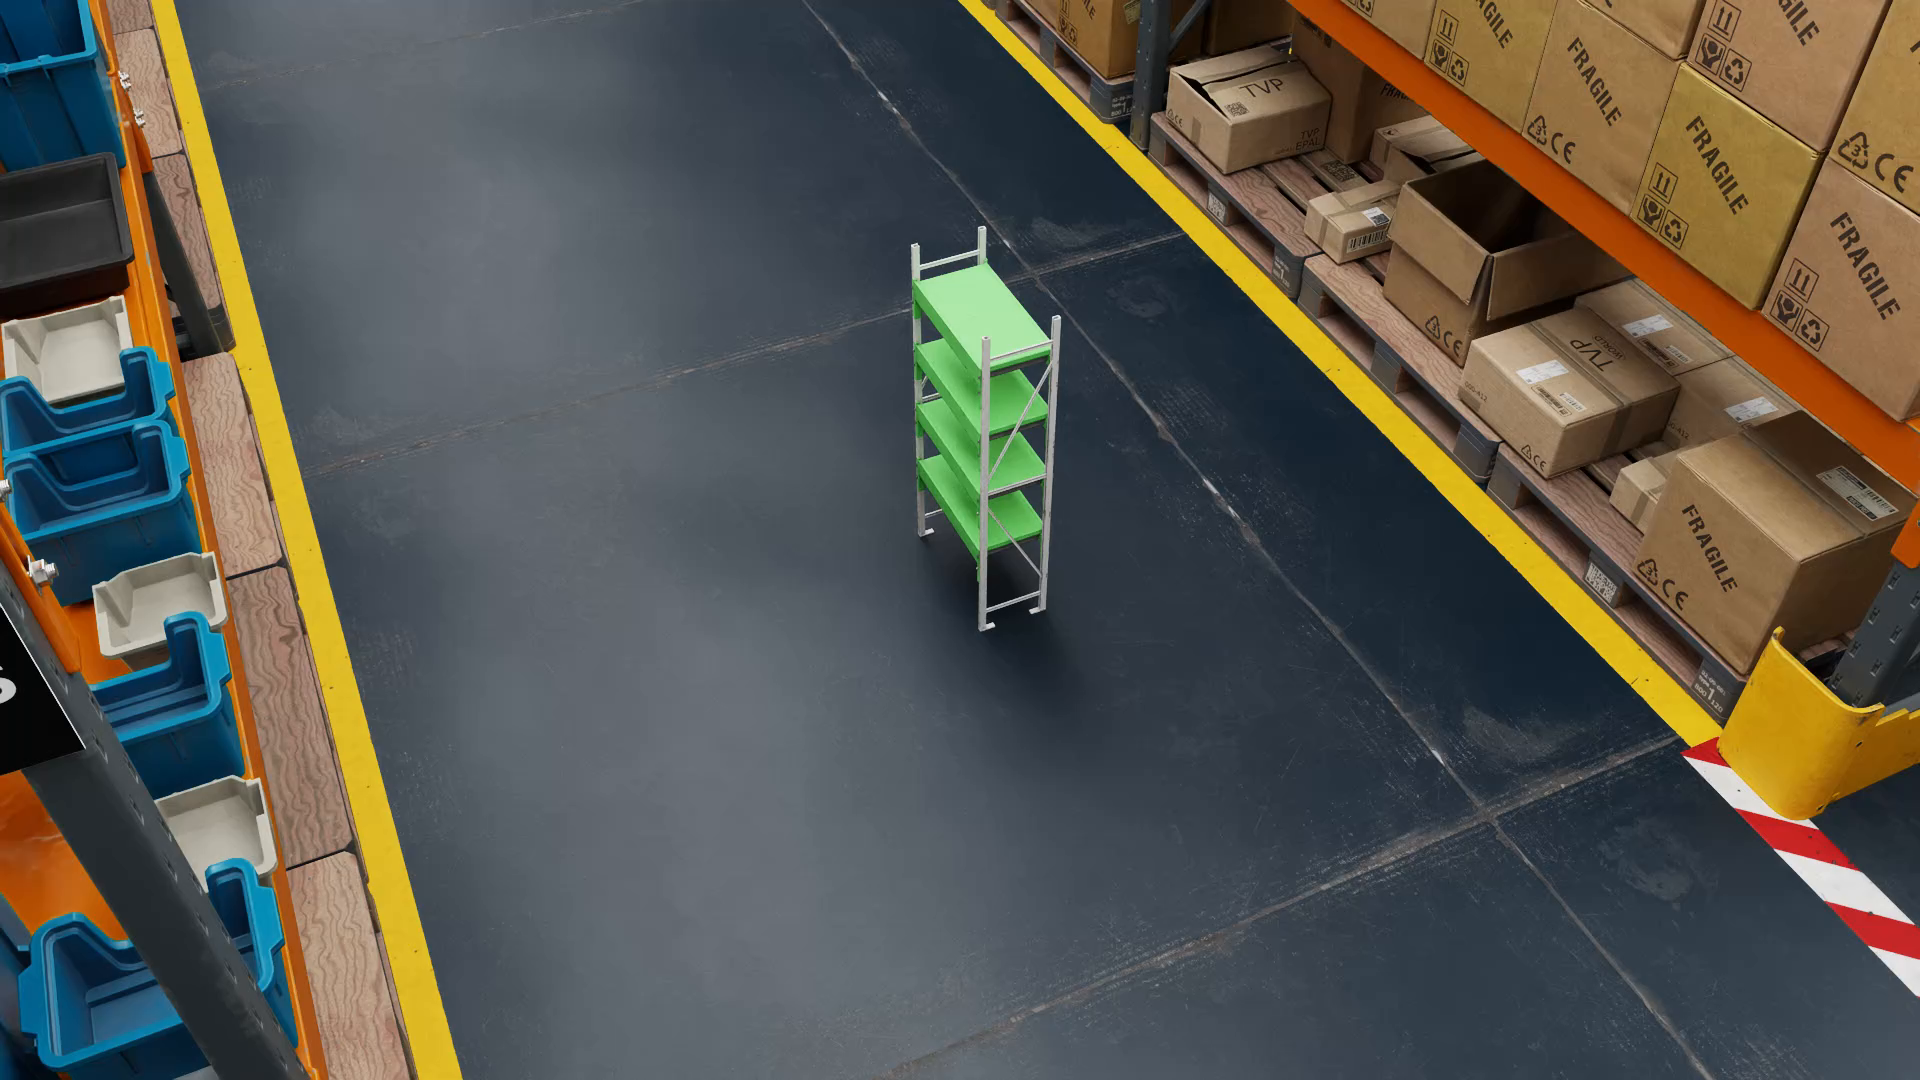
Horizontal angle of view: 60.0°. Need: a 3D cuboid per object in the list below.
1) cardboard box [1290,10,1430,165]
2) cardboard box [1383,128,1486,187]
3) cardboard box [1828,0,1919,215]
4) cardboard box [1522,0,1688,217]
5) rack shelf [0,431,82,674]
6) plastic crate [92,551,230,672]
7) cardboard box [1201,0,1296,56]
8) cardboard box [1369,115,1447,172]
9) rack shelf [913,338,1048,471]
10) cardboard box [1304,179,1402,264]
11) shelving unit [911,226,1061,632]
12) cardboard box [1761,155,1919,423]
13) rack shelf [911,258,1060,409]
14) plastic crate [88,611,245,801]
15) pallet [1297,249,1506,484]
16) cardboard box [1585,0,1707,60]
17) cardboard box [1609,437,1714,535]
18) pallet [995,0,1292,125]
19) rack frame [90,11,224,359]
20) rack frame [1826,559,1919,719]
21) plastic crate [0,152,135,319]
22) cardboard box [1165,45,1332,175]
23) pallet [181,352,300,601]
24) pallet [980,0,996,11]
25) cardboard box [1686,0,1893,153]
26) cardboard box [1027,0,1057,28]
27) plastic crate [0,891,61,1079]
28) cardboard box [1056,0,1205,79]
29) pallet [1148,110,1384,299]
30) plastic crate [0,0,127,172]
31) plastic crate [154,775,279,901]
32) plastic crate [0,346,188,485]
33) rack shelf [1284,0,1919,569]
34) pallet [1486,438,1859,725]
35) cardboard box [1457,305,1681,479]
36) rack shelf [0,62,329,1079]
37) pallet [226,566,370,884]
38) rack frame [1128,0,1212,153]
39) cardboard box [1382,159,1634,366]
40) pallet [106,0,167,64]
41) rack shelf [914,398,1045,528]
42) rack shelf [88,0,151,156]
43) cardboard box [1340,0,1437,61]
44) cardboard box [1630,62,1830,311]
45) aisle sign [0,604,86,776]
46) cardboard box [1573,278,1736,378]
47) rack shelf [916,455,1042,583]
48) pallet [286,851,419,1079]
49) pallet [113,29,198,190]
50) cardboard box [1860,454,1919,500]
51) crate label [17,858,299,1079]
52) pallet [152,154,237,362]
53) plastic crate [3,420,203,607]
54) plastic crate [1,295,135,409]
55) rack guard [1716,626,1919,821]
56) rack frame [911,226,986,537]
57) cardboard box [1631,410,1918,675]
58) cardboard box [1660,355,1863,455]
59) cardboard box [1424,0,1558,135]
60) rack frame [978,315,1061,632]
[{"bbox_3d":[1.748,-1.994,7.101,0.500,0.500,0.500,-18,47,-17],"label":"cardboard box"},{"bbox_3d":[2.063,-1.448,6.683,0.500,0.311,0.500,-18,47,-17],"label":"cardboard box"},{"bbox_3d":[2.496,-1.051,3.896,0.500,0.500,0.500,-18,48,-18],"label":"cardboard box"},{"bbox_3d":[2.071,-1.347,4.908,0.500,0.500,0.500,-18,47,-17],"label":"cardboard box"},{"bbox_3d":[-2.404,-1.083,3.088,1.077,0.370,4.000,-18,47,-17],"label":"rack shelf"},{"bbox_3d":[-1.713,0.160,3.597,0.250,0.136,0.298,-18,47,-17],"label":"plastic crate"},{"bbox_3d":[1.269,-2.653,7.770,0.500,0.500,0.500,-20,48,-19],"label":"cardboard box"},{"bbox_3d":[1.960,-1.647,7.000,0.380,0.149,0.250,-18,47,-17],"label":"cardboard box"},{"bbox_3d":[0.070,-0.447,5.098,0.258,0.148,0.480,-18,47,-17],"label":"rack shelf"},{"bbox_3d":[1.604,-1.275,6.610,0.380,0.166,0.250,-18,47,-17],"label":"cardboard box"},{"bbox_3d":[0.070,-0.322,5.222,0.258,1.200,0.503,-18,47,-17],"label":"shelving unit"},{"bbox_3d":[2.498,-0.698,4.250,0.500,0.500,0.500,-17,47,-16],"label":"cardboard box"},{"bbox_3d":[0.070,-0.618,4.929,0.258,0.148,0.480,-18,47,-17],"label":"rack shelf"},{"bbox_3d":[-1.645,0.368,3.318,0.416,0.233,0.300,-18,47,-17],"label":"plastic crate"},{"bbox_3d":[2.056,-0.797,6.408,1.003,0.211,1.213,-18,47,-17],"label":"pallet"},{"bbox_3d":[2.061,-1.702,4.556,0.500,0.500,0.500,-17,47,-16],"label":"cardboard box"},{"bbox_3d":[2.392,-0.164,5.484,0.380,0.166,0.250,-18,47,-17],"label":"cardboard box"},{"bbox_3d":[0.875,-2.521,8.154,1.003,0.211,1.213,-18,47,-17],"label":"pallet"},{"bbox_3d":[-3.245,-1.546,5.181,1.000,3.000,0.127,-18,47,-17],"label":"rack frame"},{"bbox_3d":[2.933,-0.457,4.078,1.000,3.000,0.127,-18,47,-17],"label":"rack frame"},{"bbox_3d":[-2.530,-0.835,4.614,0.437,0.125,0.590,-18,47,-17],"label":"plastic crate"},{"bbox_3d":[1.231,-1.874,7.115,0.500,0.311,0.500,-18,47,-17],"label":"cardboard box"},{"bbox_3d":[-2.900,-0.096,5.697,1.003,0.211,1.213,-18,47,-17],"label":"pallet"},{"bbox_3d":[0.358,-3.299,8.943,1.003,0.211,1.213,-18,47,-17],"label":"pallet"},{"bbox_3d":[2.283,-1.373,4.222,0.500,0.500,0.500,-17,47,-16],"label":"cardboard box"},{"bbox_3d":[0.583,-2.820,7.939,0.500,0.500,0.500,-18,47,-17],"label":"cardboard box"},{"bbox_3d":[-1.873,0.811,2.724,0.616,0.435,0.499,-18,47,-17],"label":"plastic crate"},{"bbox_3d":[0.783,-2.503,7.617,0.500,0.500,0.500,-18,47,-18],"label":"cardboard box"},{"bbox_3d":[1.539,-1.576,7.197,1.003,0.211,1.213,-18,47,-17],"label":"pallet"},{"bbox_3d":[-2.739,-1.365,4.966,0.392,0.384,0.575,-18,47,-17],"label":"plastic crate"},{"bbox_3d":[-1.428,0.592,3.159,0.250,0.136,0.298,-18,47,-17],"label":"plastic crate"},{"bbox_3d":[-2.048,-0.243,3.937,0.416,0.233,0.300,-18,47,-17],"label":"plastic crate"},{"bbox_3d":[2.092,-1.476,5.622,1.077,0.370,4.000,-18,47,-17],"label":"rack shelf"},{"bbox_3d":[2.565,-0.021,5.621,1.003,0.211,1.213,-18,47,-17],"label":"pallet"},{"bbox_3d":[2.109,-0.523,5.789,0.500,0.250,0.500,-18,47,-17],"label":"cardboard box"},{"bbox_3d":[-2.404,-0.015,4.142,1.077,0.370,4.000,-18,47,-17],"label":"rack shelf"},{"bbox_3d":[-2.384,0.683,4.908,1.003,0.211,1.213,-18,47,-17],"label":"pallet"},{"bbox_3d":[1.251,-3.006,6.661,1.000,3.000,0.127,-18,47,-17],"label":"rack frame"},{"bbox_3d":[2.046,-1.078,6.171,0.797,0.503,0.637,-18,47,-17],"label":"cardboard box"},{"bbox_3d":[-4.557,-2.612,8.247,1.003,0.211,1.213,-18,47,-17],"label":"pallet"},{"bbox_3d":[0.070,-0.276,5.267,0.258,0.148,0.480,-18,47,-17],"label":"rack shelf"},{"bbox_3d":[-4.086,-2.564,6.725,1.077,0.370,4.000,-18,47,-17],"label":"rack shelf"},{"bbox_3d":[1.645,-1.992,5.562,0.500,0.500,0.500,-18,47,-18],"label":"cardboard box"},{"bbox_3d":[2.276,-1.027,4.584,0.500,0.500,0.500,-18,47,-17],"label":"cardboard box"},{"bbox_3d":[-1.263,0.036,1.727,0.394,0.787,0.004,-18,47,-17],"label":"aisle sign"},{"bbox_3d":[2.541,-0.702,5.971,0.500,0.250,0.500,-18,47,-17],"label":"cardboard box"},{"bbox_3d":[0.070,-0.105,5.435,0.258,0.148,0.480,-18,47,-17],"label":"rack shelf"},{"bbox_3d":[-1.874,1.459,4.121,1.003,0.211,1.213,-18,47,-17],"label":"pallet"},{"bbox_3d":[-4.048,-1.836,7.460,1.003,0.211,1.213,-18,47,-17],"label":"pallet"},{"bbox_3d":[2.964,-0.133,5.453,0.380,0.166,0.250,-18,47,-17],"label":"cardboard box"},{"bbox_3d":[-1.368,0.787,2.893,0.416,0.233,0.303,-18,47,-17],"label":"crate label"},{"bbox_3d":[-3.531,-1.057,6.671,1.003,0.211,1.213,-18,47,-17],"label":"pallet"},{"bbox_3d":[-1.922,-0.052,3.744,0.416,0.233,0.300,-18,47,-17],"label":"plastic crate"},{"bbox_3d":[-2.240,-0.452,4.218,0.293,0.136,0.466,-18,47,-17],"label":"plastic crate"},{"bbox_3d":[2.901,0.384,5.005,1.175,0.500,0.348,-18,47,-17],"label":"rack guard"},{"bbox_3d":[-0.033,-0.477,5.379,0.240,1.200,0.015,-18,47,-17],"label":"rack frame"},{"bbox_3d":[2.481,0.002,5.078,0.500,0.500,0.500,-18,47,-17],"label":"cardboard box"},{"bbox_3d":[2.751,-0.384,5.648,0.500,0.250,0.500,-18,47,-17],"label":"cardboard box"},{"bbox_3d":[1.860,-1.668,5.234,0.500,0.500,0.500,-19,48,-18],"label":"cardboard box"},{"bbox_3d":[0.172,-0.166,5.064,0.240,1.200,0.015,-18,47,-17],"label":"rack frame"}]
